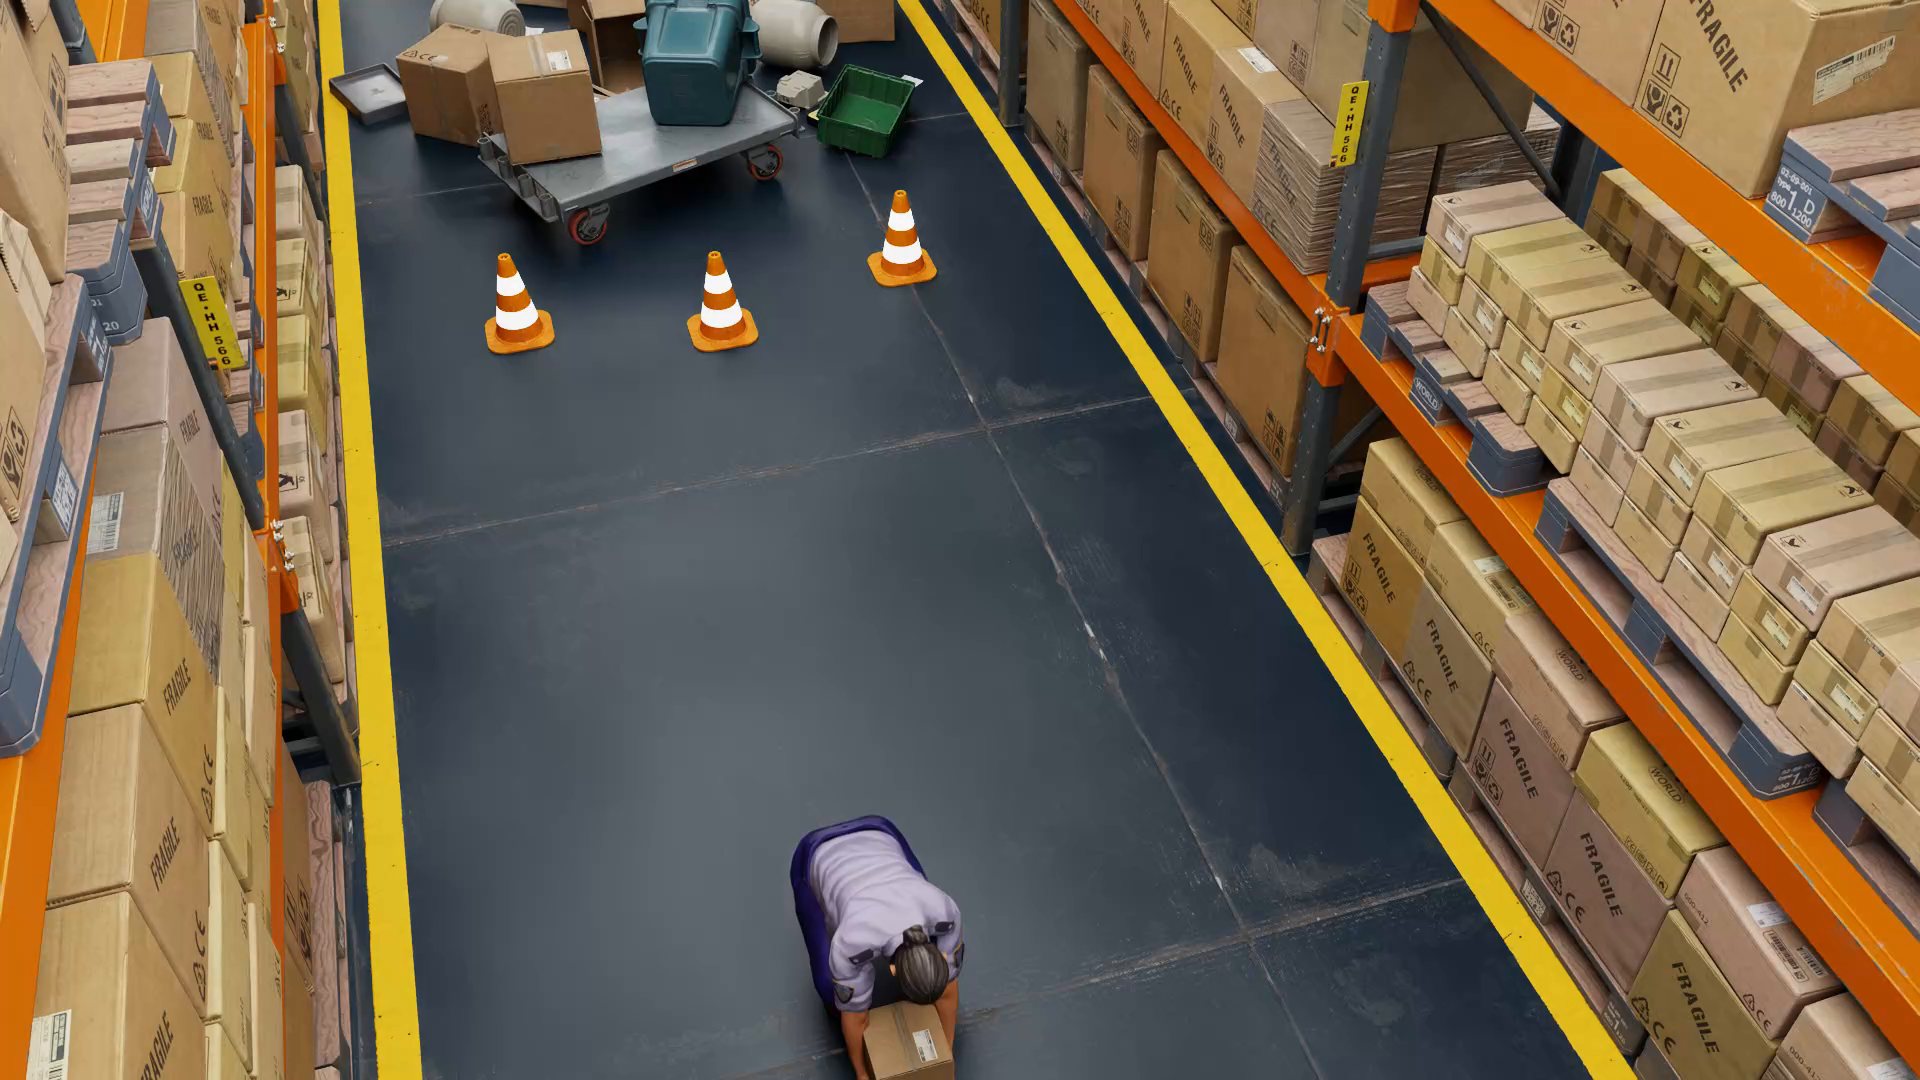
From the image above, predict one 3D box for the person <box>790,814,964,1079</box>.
[{"bbox_3d":[-0.240,1.340,5.417,0.510,0.790,0.774,-13,44,-14],"label":"person"}]
